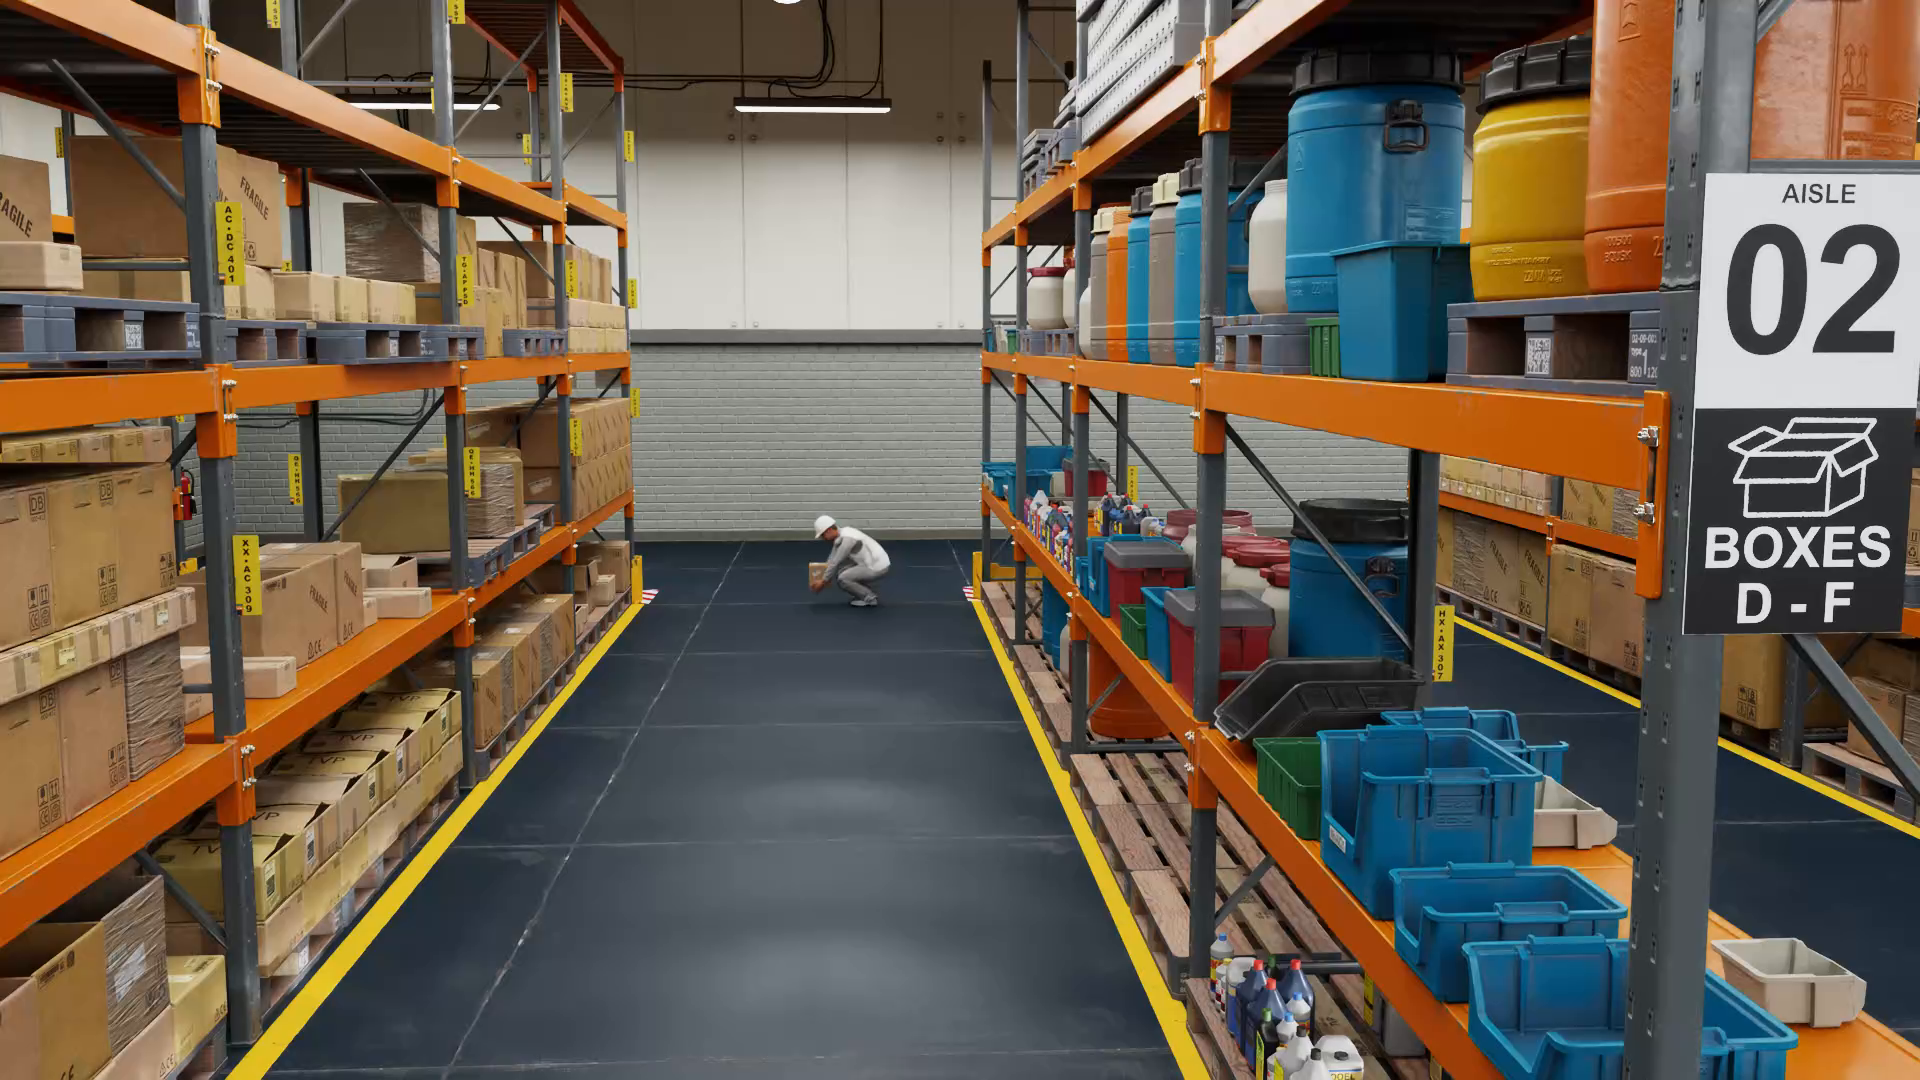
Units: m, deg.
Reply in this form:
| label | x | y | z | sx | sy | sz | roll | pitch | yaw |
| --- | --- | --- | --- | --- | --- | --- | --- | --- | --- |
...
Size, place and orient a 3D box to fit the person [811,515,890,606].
| label | x | y | z | sx | sy | sz | roll | pitch | yaw |
| --- | --- | --- | --- | --- | --- | --- | --- | --- | --- |
| person | -1.220 | 0.222 | 18.573 | 0.881 | 1.011 | 0.525 | -1 | 7 | -5 |
